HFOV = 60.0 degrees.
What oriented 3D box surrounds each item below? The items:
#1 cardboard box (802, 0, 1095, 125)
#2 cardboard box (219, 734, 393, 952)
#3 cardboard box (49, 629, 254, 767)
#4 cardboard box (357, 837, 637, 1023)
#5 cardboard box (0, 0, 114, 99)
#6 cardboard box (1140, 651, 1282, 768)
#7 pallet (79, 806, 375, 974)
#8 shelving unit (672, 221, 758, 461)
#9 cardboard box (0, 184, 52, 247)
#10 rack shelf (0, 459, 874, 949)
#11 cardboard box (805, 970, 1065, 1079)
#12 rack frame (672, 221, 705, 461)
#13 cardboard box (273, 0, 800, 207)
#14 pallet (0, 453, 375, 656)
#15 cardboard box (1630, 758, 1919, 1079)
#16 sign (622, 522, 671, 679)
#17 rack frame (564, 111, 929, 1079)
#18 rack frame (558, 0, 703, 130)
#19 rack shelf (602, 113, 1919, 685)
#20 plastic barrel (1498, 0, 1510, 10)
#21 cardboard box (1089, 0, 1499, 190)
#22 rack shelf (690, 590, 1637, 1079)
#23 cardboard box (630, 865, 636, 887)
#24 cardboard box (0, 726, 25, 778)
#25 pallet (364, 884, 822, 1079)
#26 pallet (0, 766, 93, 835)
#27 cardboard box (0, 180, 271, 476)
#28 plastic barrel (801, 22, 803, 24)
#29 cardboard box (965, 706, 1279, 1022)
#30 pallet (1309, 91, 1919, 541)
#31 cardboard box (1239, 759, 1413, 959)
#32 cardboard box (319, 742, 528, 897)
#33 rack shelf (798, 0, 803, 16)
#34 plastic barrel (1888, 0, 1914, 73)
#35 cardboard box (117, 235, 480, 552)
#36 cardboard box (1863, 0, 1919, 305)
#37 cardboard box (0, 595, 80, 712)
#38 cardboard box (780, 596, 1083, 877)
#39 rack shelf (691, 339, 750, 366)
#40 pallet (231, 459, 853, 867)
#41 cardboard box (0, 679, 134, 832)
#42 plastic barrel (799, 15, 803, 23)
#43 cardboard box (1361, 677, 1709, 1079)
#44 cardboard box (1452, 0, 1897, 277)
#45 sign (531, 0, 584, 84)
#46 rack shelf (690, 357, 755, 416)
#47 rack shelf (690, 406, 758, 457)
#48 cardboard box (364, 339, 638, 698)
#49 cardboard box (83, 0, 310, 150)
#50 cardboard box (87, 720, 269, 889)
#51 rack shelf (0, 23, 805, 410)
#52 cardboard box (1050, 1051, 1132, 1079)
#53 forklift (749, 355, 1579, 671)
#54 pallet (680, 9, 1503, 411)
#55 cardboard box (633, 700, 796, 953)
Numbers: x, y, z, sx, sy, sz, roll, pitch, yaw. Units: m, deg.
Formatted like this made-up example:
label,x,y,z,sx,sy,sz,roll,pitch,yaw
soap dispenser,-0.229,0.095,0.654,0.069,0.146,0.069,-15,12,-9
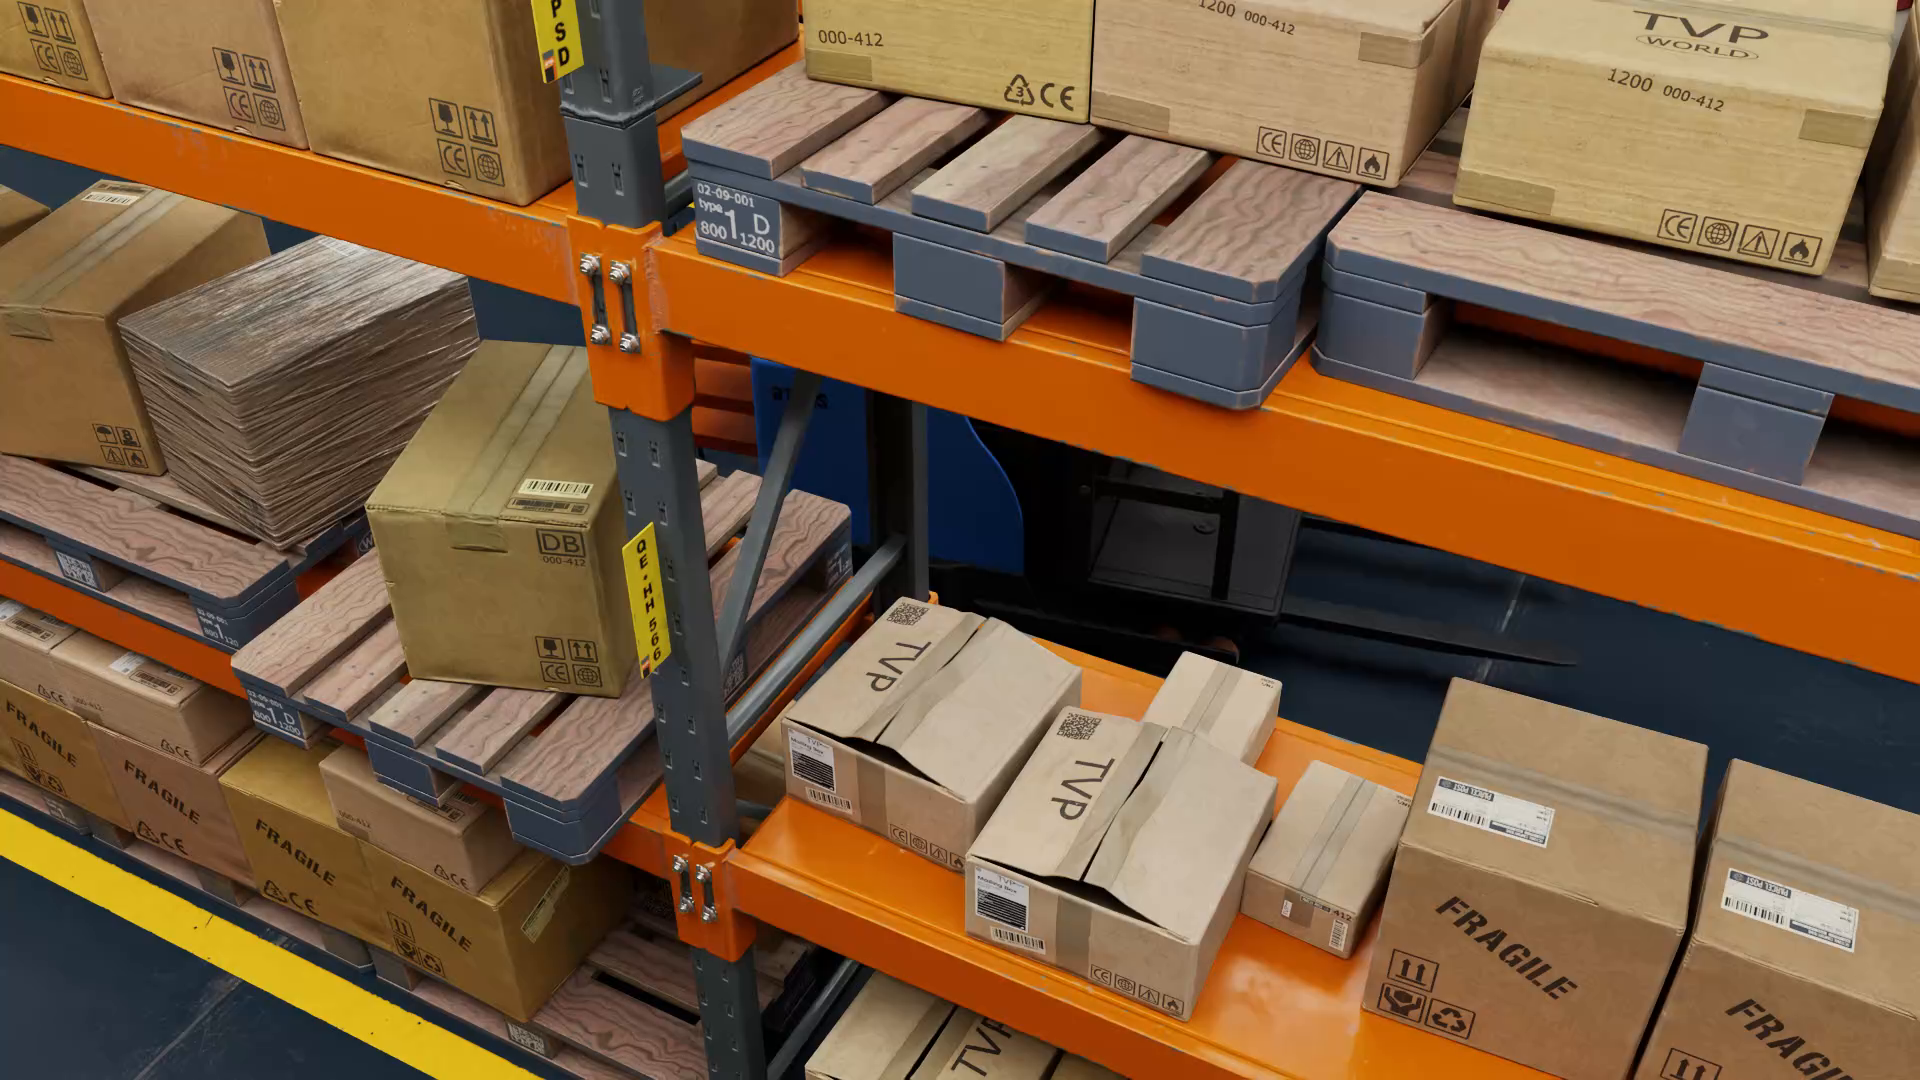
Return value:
label,x,y,z,sx,sy,sz,roll,pitch,yaw
cardboard box,0.067,-0.951,2.818,0.500,0.250,0.500,14,40,18
cardboard box,-1.759,0.798,4.922,0.500,0.500,0.500,16,40,20
cardboard box,-2.262,0.347,4.895,0.500,0.250,0.500,17,40,21
cardboard box,-1.300,0.942,4.732,0.500,0.500,0.500,19,41,23
cardboard box,-1.679,-1.369,3.509,0.500,0.500,0.910,17,41,21
cardboard box,0.564,0.457,3.875,0.250,0.149,0.380,17,41,21
pallet,-2.086,0.798,5.524,1.213,0.211,1.003,17,41,21
shelving unit,-0.890,-0.632,6.590,0.503,1.200,0.258,10,38,13
cardboard box,-2.956,-0.655,4.702,0.500,0.500,0.700,24,43,28
rack shelf,-2.138,-0.014,4.883,4.000,0.370,1.077,17,41,21
cardboard box,-0.032,1.263,4.068,0.500,0.311,0.500,19,41,23
rack frame,-1.124,-0.674,6.646,0.015,1.200,0.240,10,38,13
cardboard box,-0.764,-1.083,3.132,0.500,0.500,0.910,17,41,21
pallet,-2.091,-0.207,4.700,1.213,0.211,1.003,17,41,21
cardboard box,1.603,0.820,3.107,0.500,0.500,0.500,17,41,22
sign,-0.603,0.120,3.219,0.005,0.325,0.100,17,41,21
rack frame,-0.362,0.255,3.933,0.127,3.000,1.000,17,41,21
rack frame,-0.362,-2.134,2.119,0.127,3.000,1.000,17,41,21
rack shelf,1.414,-0.097,2.511,4.000,0.370,1.077,17,41,21
plastic barrel,2.471,-2.491,7.438,0.708,0.536,0.600,17,41,21
cardboard box,0.541,-0.815,2.639,0.500,0.250,0.500,18,41,23
rack shelf,1.414,1.098,3.418,4.000,0.370,1.077,17,41,21
cardboard box,-1.102,0.653,5.112,0.500,0.500,0.500,16,40,20
cardboard box,-3.117,0.371,5.484,0.500,0.500,0.500,18,41,22
pallet,-1.007,1.138,5.076,1.213,0.211,1.003,17,41,21
pallet,-3.174,0.460,5.970,1.213,0.211,1.003,17,41,21
cardboard box,-2.316,-0.606,4.637,0.500,0.500,0.700,8,38,10
plastic barrel,-0.528,-2.489,8.937,0.708,0.901,0.600,17,41,21
cardboard box,0.344,0.643,3.495,0.500,0.311,0.500,17,40,21
pallet,1.277,-0.414,2.490,1.213,0.211,1.003,19,41,24
cardboard box,0.797,0.680,3.581,0.250,0.149,0.380,20,42,25
cardboard box,-1.352,0.630,4.523,0.500,0.250,0.500,19,41,23
rack shelf,0.144,-2.673,8.385,4.000,0.370,1.077,17,41,21
plastic barrel,3.687,-2.053,6.861,0.433,0.535,0.433,0,37,0
cardboard box,-1.697,-0.423,4.397,0.500,0.500,0.700,26,44,30
cardboard box,1.521,-0.499,2.223,0.500,0.250,0.500,14,39,18
cardboard box,-2.708,0.208,5.078,0.500,0.250,0.500,17,41,22
cardboard box,-0.059,0.415,3.796,0.500,0.311,0.500,20,42,24
rack shelf,-0.890,-0.756,6.495,0.480,0.148,0.258,10,38,13
pallet,-0.996,0.181,4.189,1.003,0.211,1.213,17,41,21
cardboard box,-2.677,0.514,5.295,0.500,0.500,0.500,18,41,22
plastic barrel,-1.157,-2.686,9.196,0.708,0.901,0.600,17,41,21
cardboard box,1.136,0.673,3.299,0.500,0.500,0.500,15,40,19
cardboard box,1.044,-0.650,2.421,0.500,0.250,0.500,17,40,21
sign,-0.613,-0.855,2.487,0.005,0.325,0.100,17,41,21
rack shelf,-0.890,-0.578,6.630,0.480,0.148,0.258,10,38,13
rack shelf,-0.890,-0.420,6.751,0.480,0.148,0.258,10,38,13
cardboard box,-0.973,-0.066,3.927,0.500,0.500,0.700,5,37,6
cardboard box,-1.217,-1.224,3.318,0.500,0.500,0.910,17,41,21
cardboard box,-2.228,0.655,5.110,0.500,0.500,0.500,16,40,20
rack shelf,-2.138,-1.209,3.976,4.000,0.370,1.077,17,41,21
cardboard box,0.439,1.405,3.882,0.500,0.311,0.500,16,40,20
forklift,0.809,-1.013,5.660,3.031,2.935,1.130,10,38,13
pallet,0.282,-0.724,2.898,1.003,0.211,1.213,19,41,24
cardboard box,-0.634,0.796,4.924,0.500,0.500,0.500,19,41,23
